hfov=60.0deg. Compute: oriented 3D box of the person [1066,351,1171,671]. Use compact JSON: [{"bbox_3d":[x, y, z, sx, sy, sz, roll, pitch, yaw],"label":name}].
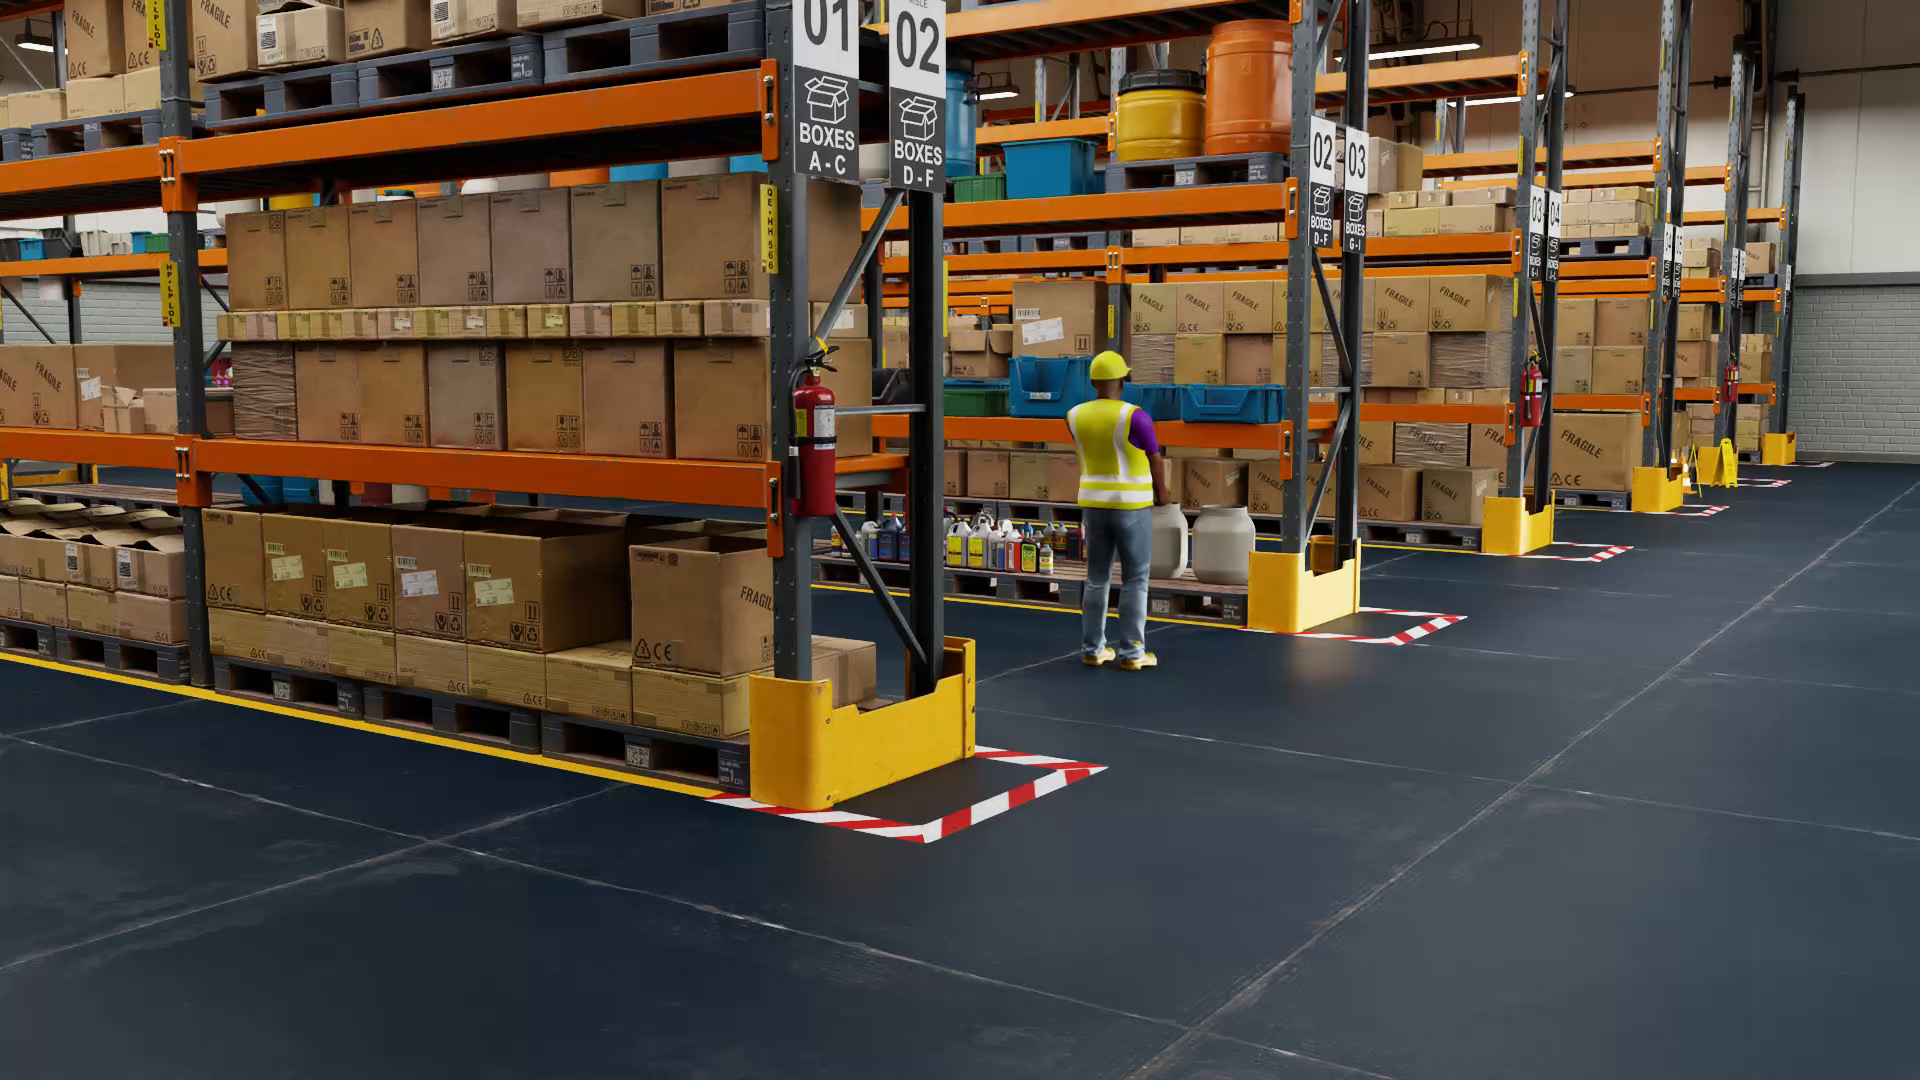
[{"bbox_3d":[0.912,-0.177,9.336,0.503,1.760,0.587,4,8,34],"label":"person"}]
